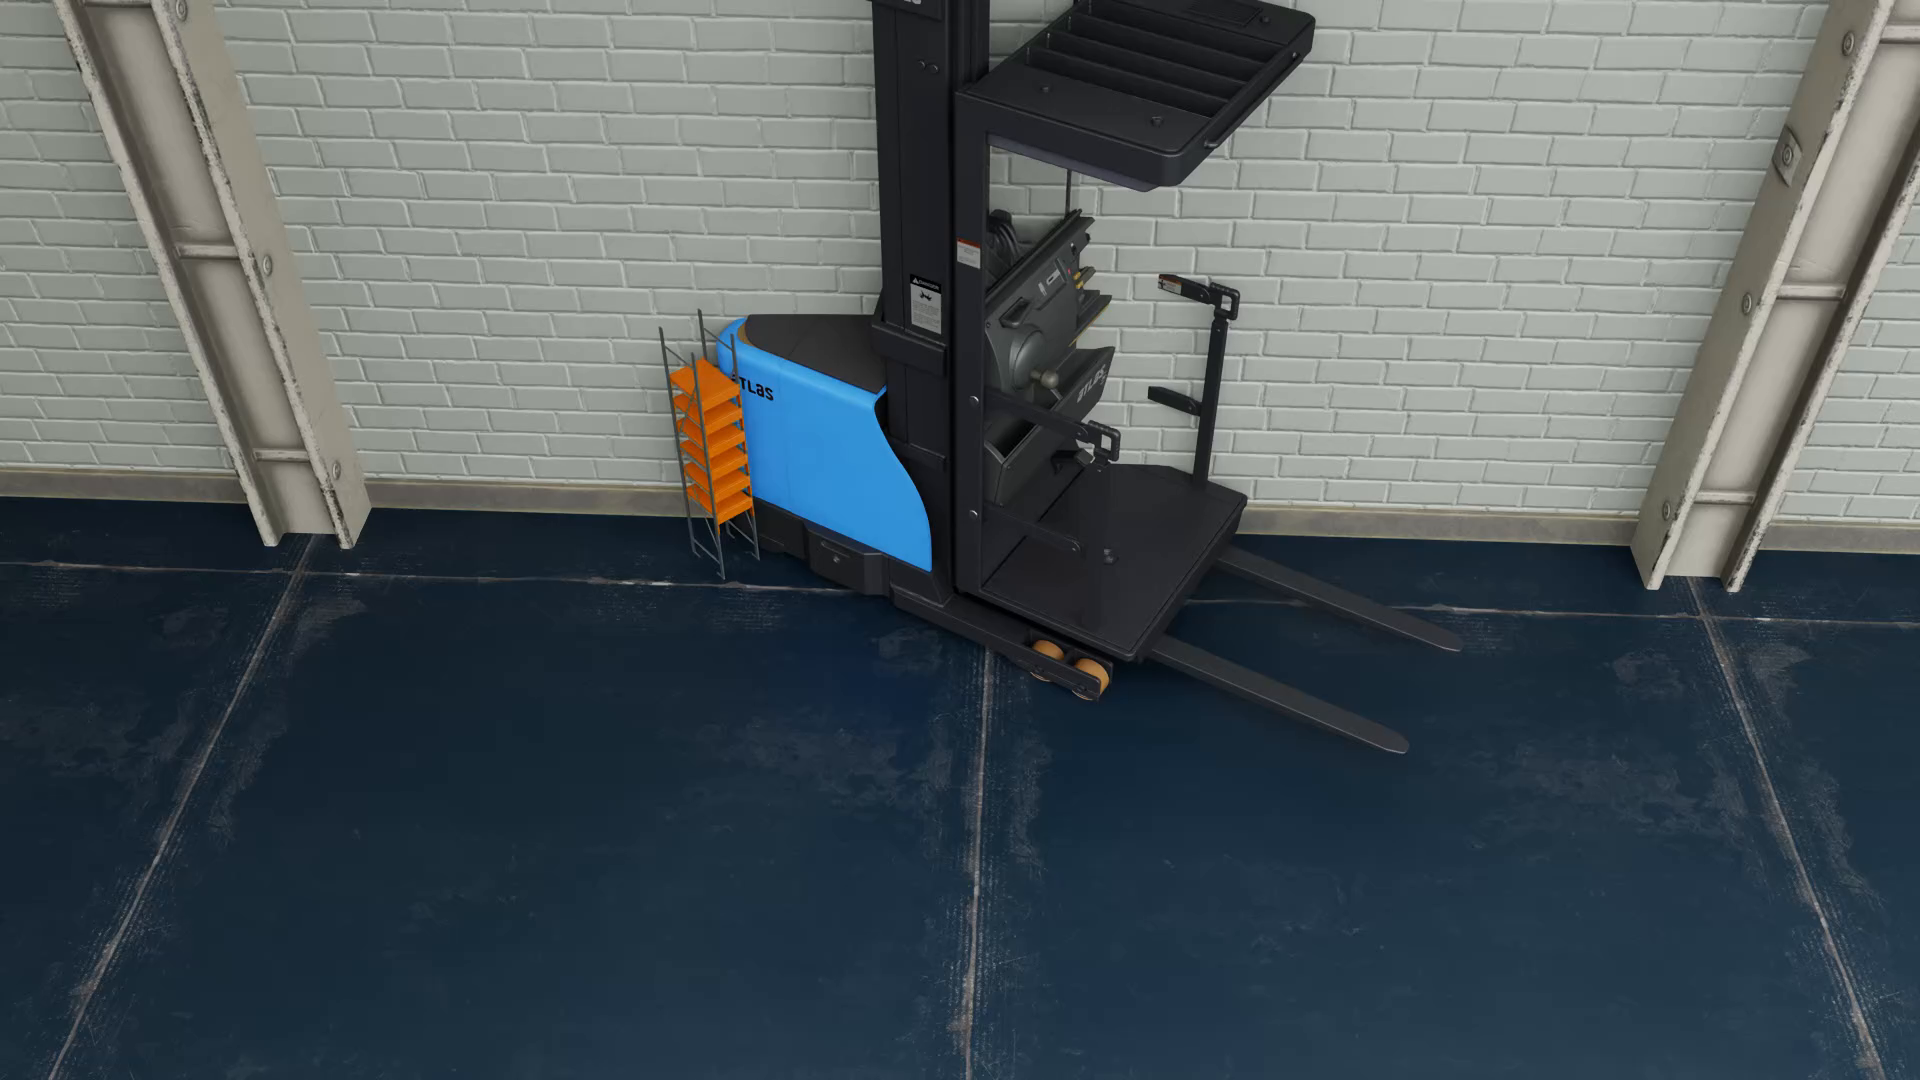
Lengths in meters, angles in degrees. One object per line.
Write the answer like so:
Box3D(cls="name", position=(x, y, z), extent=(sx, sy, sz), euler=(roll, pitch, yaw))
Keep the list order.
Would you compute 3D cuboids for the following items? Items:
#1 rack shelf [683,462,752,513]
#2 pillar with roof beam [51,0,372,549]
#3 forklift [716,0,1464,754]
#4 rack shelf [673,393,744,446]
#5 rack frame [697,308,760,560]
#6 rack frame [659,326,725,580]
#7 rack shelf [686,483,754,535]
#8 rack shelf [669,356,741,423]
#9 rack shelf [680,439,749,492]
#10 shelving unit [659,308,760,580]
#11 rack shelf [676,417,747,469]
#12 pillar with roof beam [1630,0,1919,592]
Box3D(cls="rack shelf", position=(-1.023, -0.251, 6.966), extent=(0.180, 0.103, 0.258), euler=(-31, 51, -29))
Box3D(cls="pillar with roof beam", position=(-3.050, -0.435, 1.200), extent=(0.400, 9.000, 9.100), euler=(2, 43, 2))
Box3D(cls="forklift", position=(0.531, -0.850, 6.098), extent=(3.031, 2.935, 1.130), euler=(23, 48, 22))
Box3D(cls="rack shelf", position=(-1.023, -0.514, 6.720), extent=(0.180, 0.103, 0.258), euler=(-31, 51, -29))
Box3D(cls="rack frame", position=(-0.954, -0.412, 6.898), extent=(0.006, 1.200, 0.240), euler=(-31, 51, -29))
Box3D(cls="rack frame", position=(-1.091, -0.330, 6.809), extent=(0.006, 1.200, 0.240), euler=(-31, 51, -29))
Box3D(cls="rack shelf", position=(-1.023, -0.163, 7.047), extent=(0.180, 0.103, 0.258), euler=(-31, 51, -29))
Box3D(cls="rack shelf", position=(-1.023, -0.602, 6.638), extent=(0.180, 0.103, 0.258), euler=(-31, 51, -29))
Box3D(cls="rack shelf", position=(-1.023, -0.339, 6.884), extent=(0.180, 0.103, 0.258), euler=(-31, 51, -29))
Box3D(cls="shelving unit", position=(-1.023, -0.371, 6.854), extent=(0.189, 1.200, 0.258), euler=(-31, 51, -29))
Box3D(cls="rack shelf", position=(-1.023, -0.426, 6.802), extent=(0.180, 0.103, 0.258), euler=(-31, 51, -29))
Box3D(cls="pillar with roof beam", position=(2.944, -0.250, 1.002), extent=(0.400, 9.000, 9.100), euler=(2, 43, 2))
